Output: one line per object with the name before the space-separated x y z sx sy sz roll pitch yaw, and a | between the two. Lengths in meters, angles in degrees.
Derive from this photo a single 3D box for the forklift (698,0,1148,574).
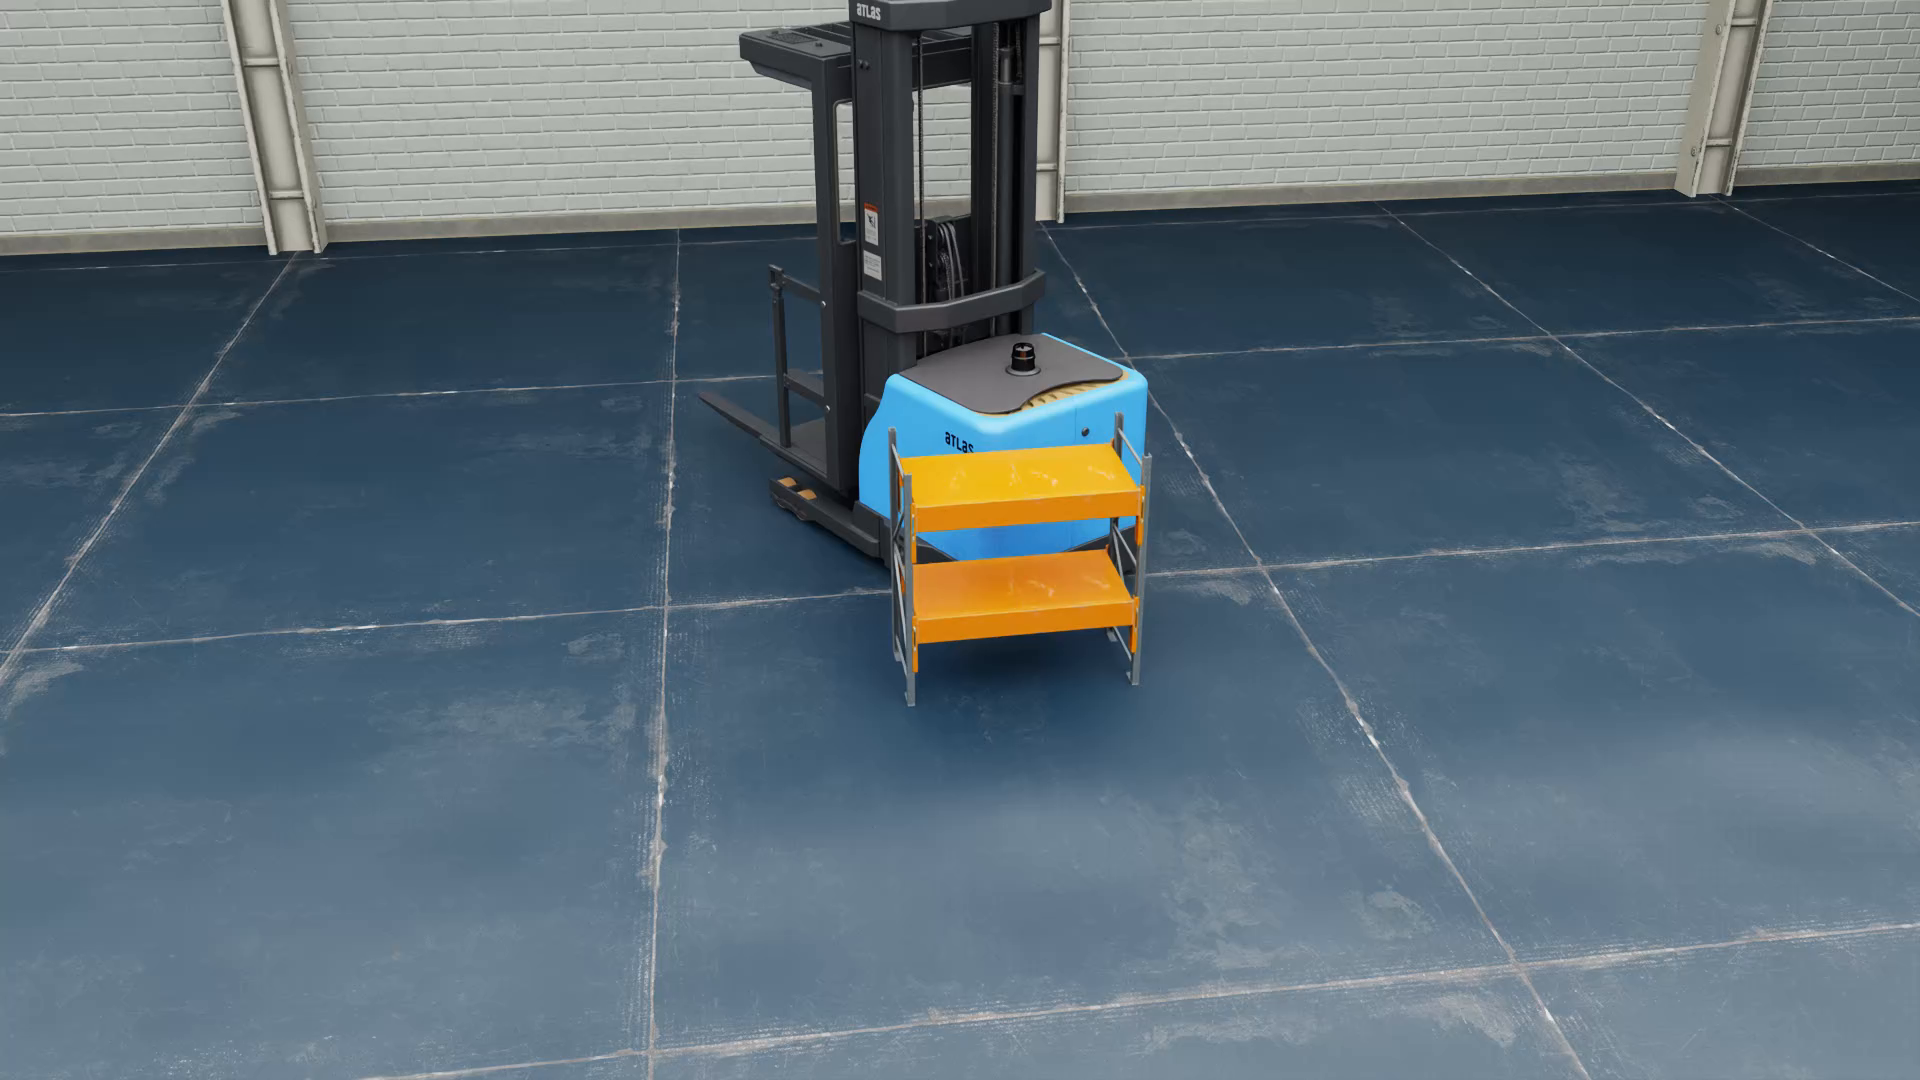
forklift | -0.384 -1.530 8.522 1.130 2.935 3.031 -19 33 -33

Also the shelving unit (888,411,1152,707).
shelving unit | 0.246 0.082 7.359 1.048 1.125 0.538 -5 28 -9

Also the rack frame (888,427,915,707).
rack frame | -0.255 0.121 7.281 0.032 1.125 0.500 -5 28 -9

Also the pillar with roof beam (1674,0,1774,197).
pillar with roof beam | 7.198 -5.157 8.944 0.400 9.000 9.100 -4 27 -7

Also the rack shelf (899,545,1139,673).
rack shelf | 0.246 0.299 7.470 1.000 0.278 0.538 -5 28 -9

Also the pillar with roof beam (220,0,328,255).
pillar with roof beam | -4.685 -4.394 7.456 0.400 9.000 9.100 -4 27 -7

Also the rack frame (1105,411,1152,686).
rack frame | 0.747 0.042 7.436 0.032 1.125 0.500 -5 28 -9

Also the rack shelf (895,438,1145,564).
rack shelf | 0.246 -0.179 7.225 1.000 0.278 0.538 -5 28 -9

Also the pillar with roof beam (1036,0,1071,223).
pillar with roof beam | 1.256 -4.776 8.200 0.400 9.000 9.100 -4 27 -7
